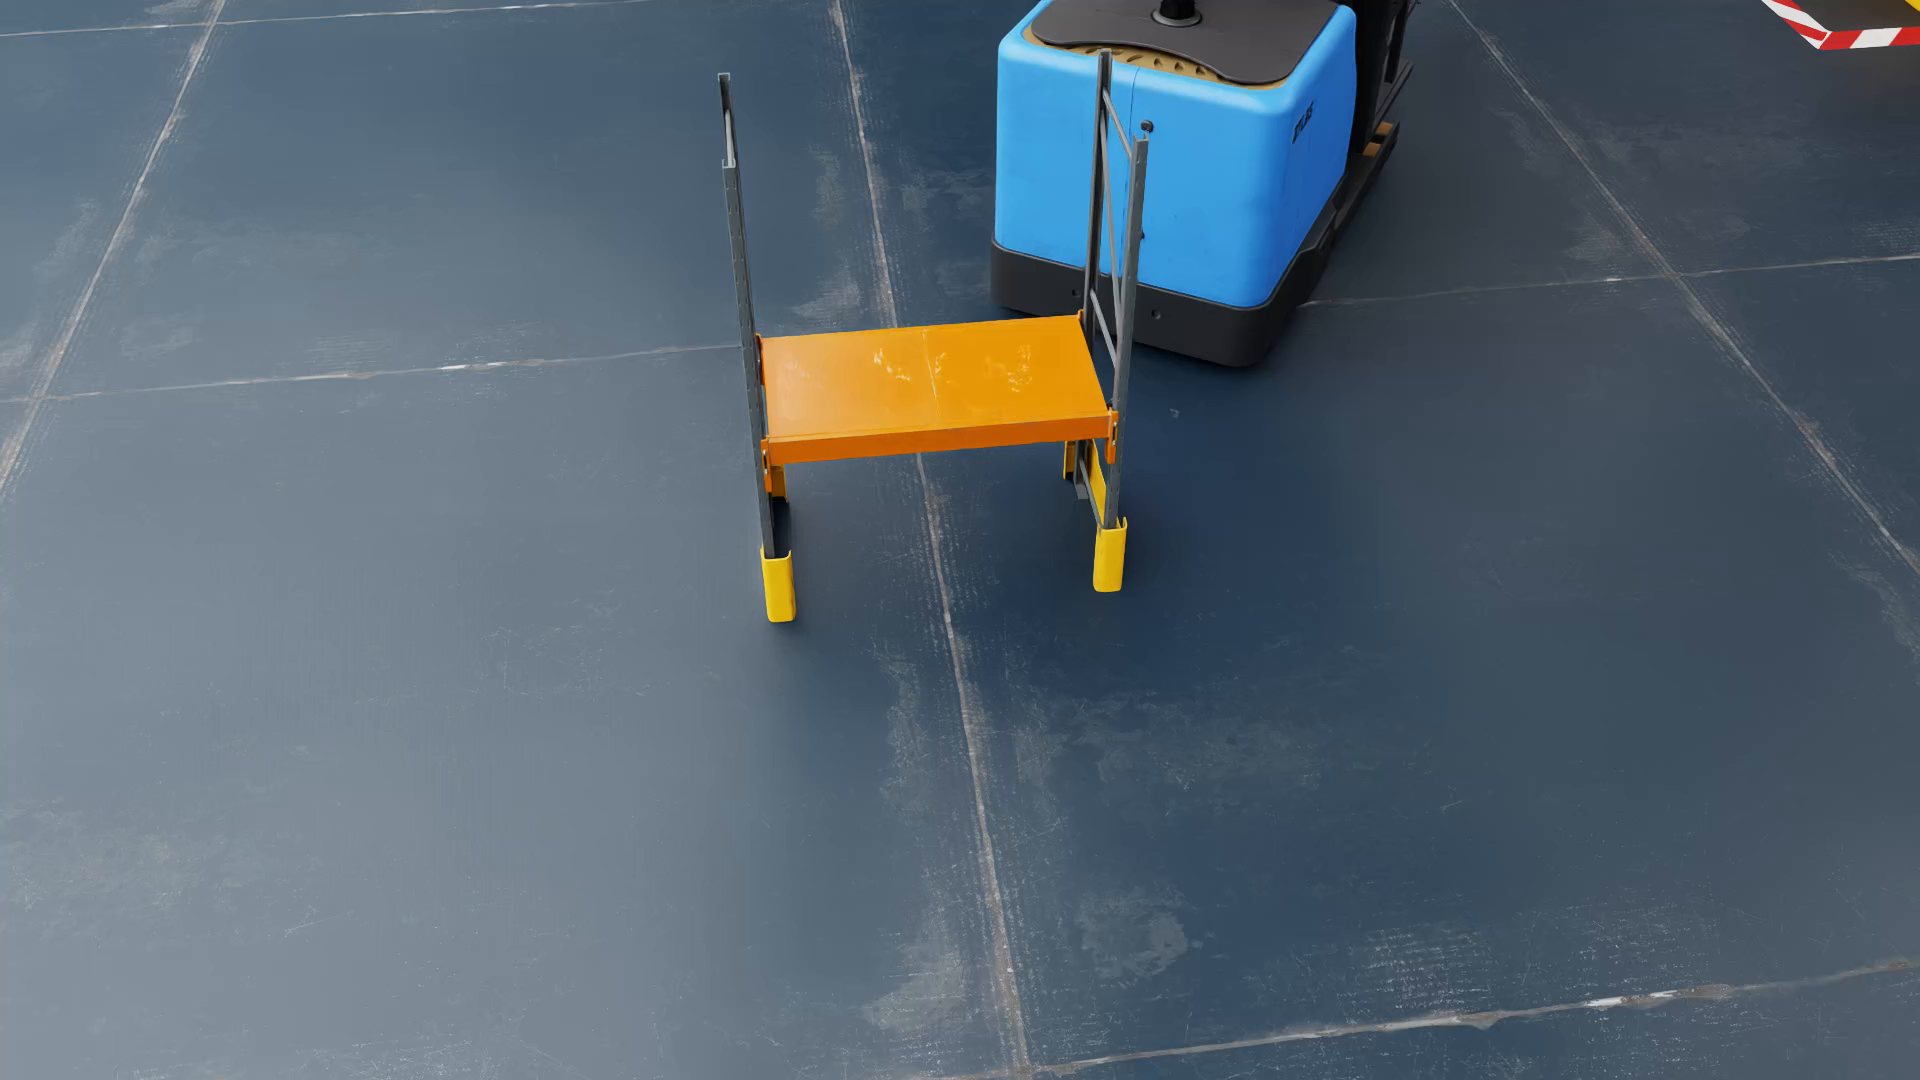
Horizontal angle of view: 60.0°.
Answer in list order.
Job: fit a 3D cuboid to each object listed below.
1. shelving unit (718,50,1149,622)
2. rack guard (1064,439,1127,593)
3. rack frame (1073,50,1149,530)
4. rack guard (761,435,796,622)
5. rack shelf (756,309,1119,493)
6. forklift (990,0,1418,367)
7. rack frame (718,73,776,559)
[{"bbox_3d":[-0.076,-0.550,4.740,1.083,1.500,0.587,-5,42,-6],"label":"shelving unit"},{"bbox_3d":[0.418,-0.129,5.207,0.087,0.250,0.587,-5,42,-6],"label":"rack guard"},{"bbox_3d":[0.419,-0.594,4.788,0.032,1.500,0.500,-5,42,-6],"label":"rack frame"},{"bbox_3d":[-0.569,-0.043,5.111,0.087,0.250,0.587,-5,42,-6],"label":"rack guard"},{"bbox_3d":[-0.085,-0.416,4.860,1.000,0.185,0.538,-5,42,-6],"label":"rack shelf"},{"bbox_3d":[1.198,-2.682,6.035,1.130,2.935,3.031,18,45,19],"label":"forklift"},{"bbox_3d":[-0.589,-0.505,4.691,0.032,1.500,0.500,-5,42,-6],"label":"rack frame"}]
